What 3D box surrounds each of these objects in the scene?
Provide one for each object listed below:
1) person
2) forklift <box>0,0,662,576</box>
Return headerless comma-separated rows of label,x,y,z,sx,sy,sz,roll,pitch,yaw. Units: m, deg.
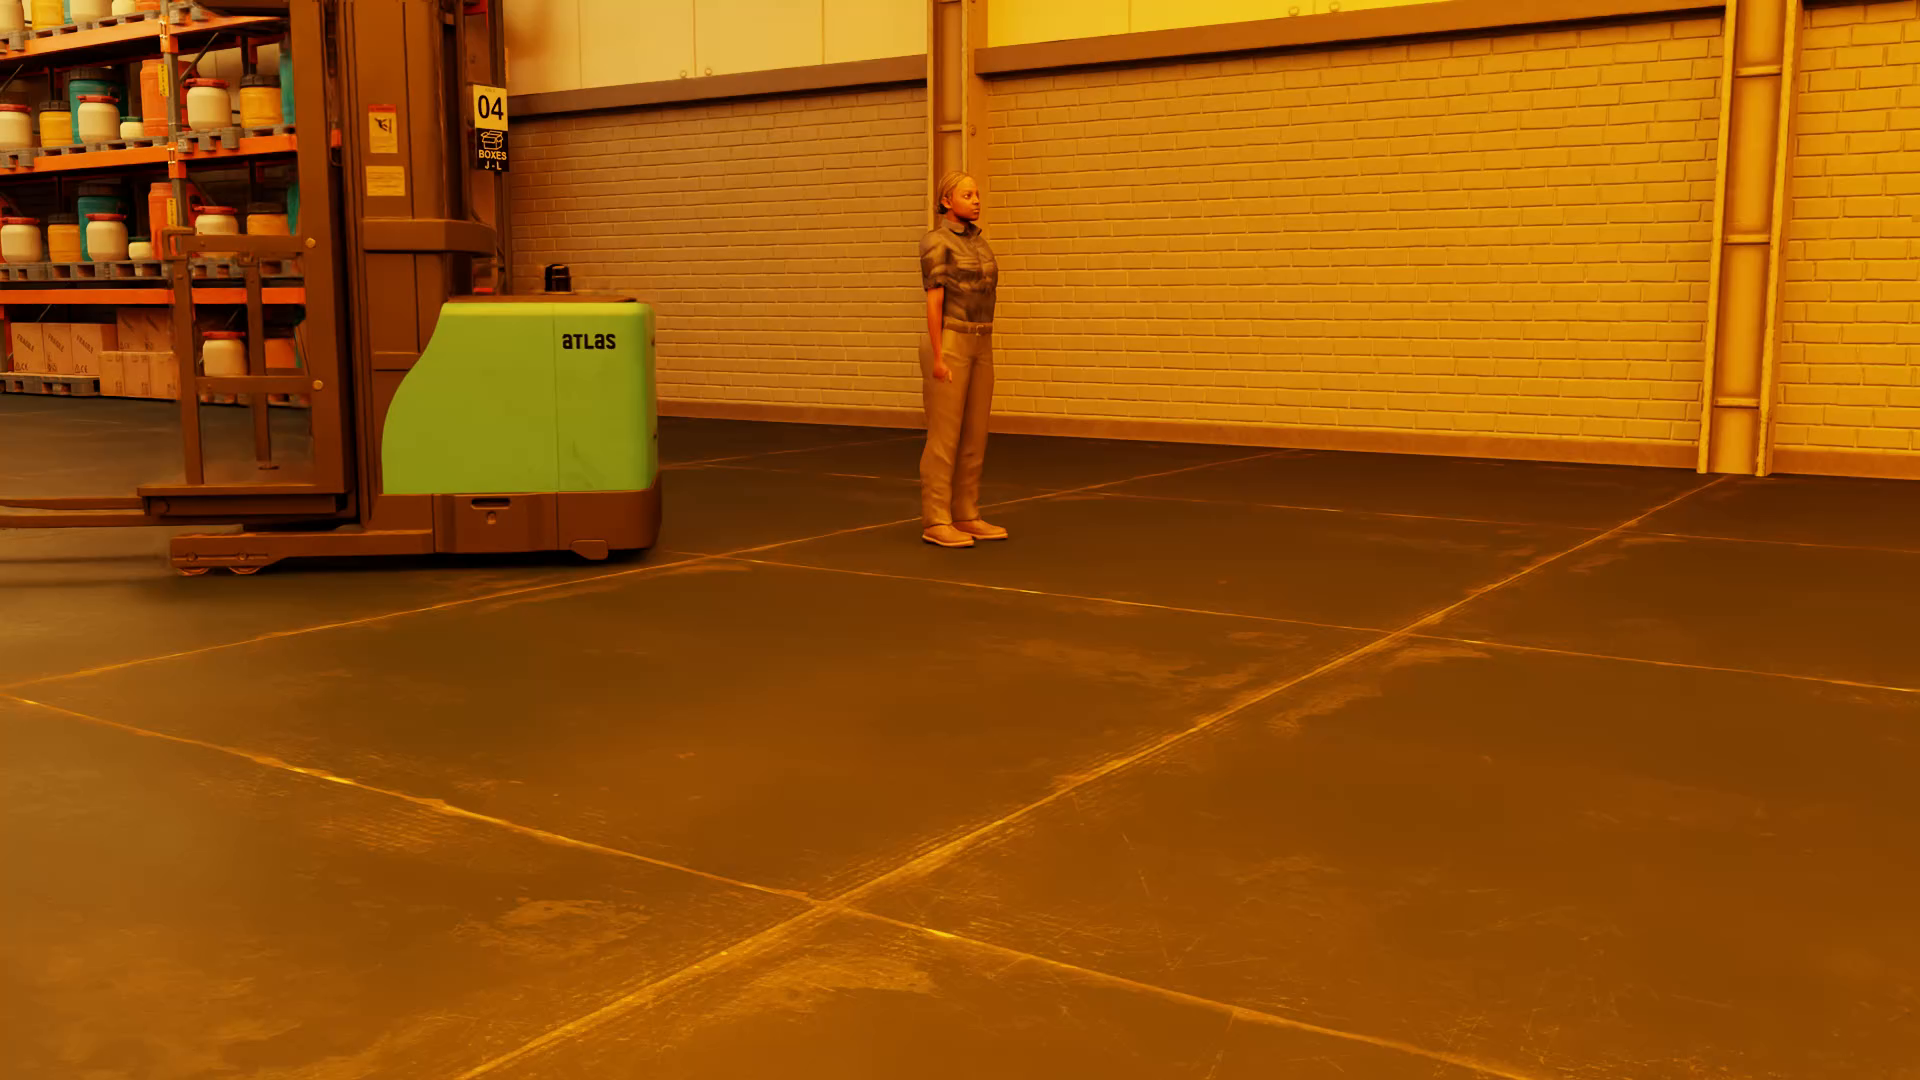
person,0.011,-0.816,7.475,0.335,1.660,0.451,5,10,34
forklift,-2.835,-1.388,6.956,3.031,2.935,1.130,-1,8,-8
